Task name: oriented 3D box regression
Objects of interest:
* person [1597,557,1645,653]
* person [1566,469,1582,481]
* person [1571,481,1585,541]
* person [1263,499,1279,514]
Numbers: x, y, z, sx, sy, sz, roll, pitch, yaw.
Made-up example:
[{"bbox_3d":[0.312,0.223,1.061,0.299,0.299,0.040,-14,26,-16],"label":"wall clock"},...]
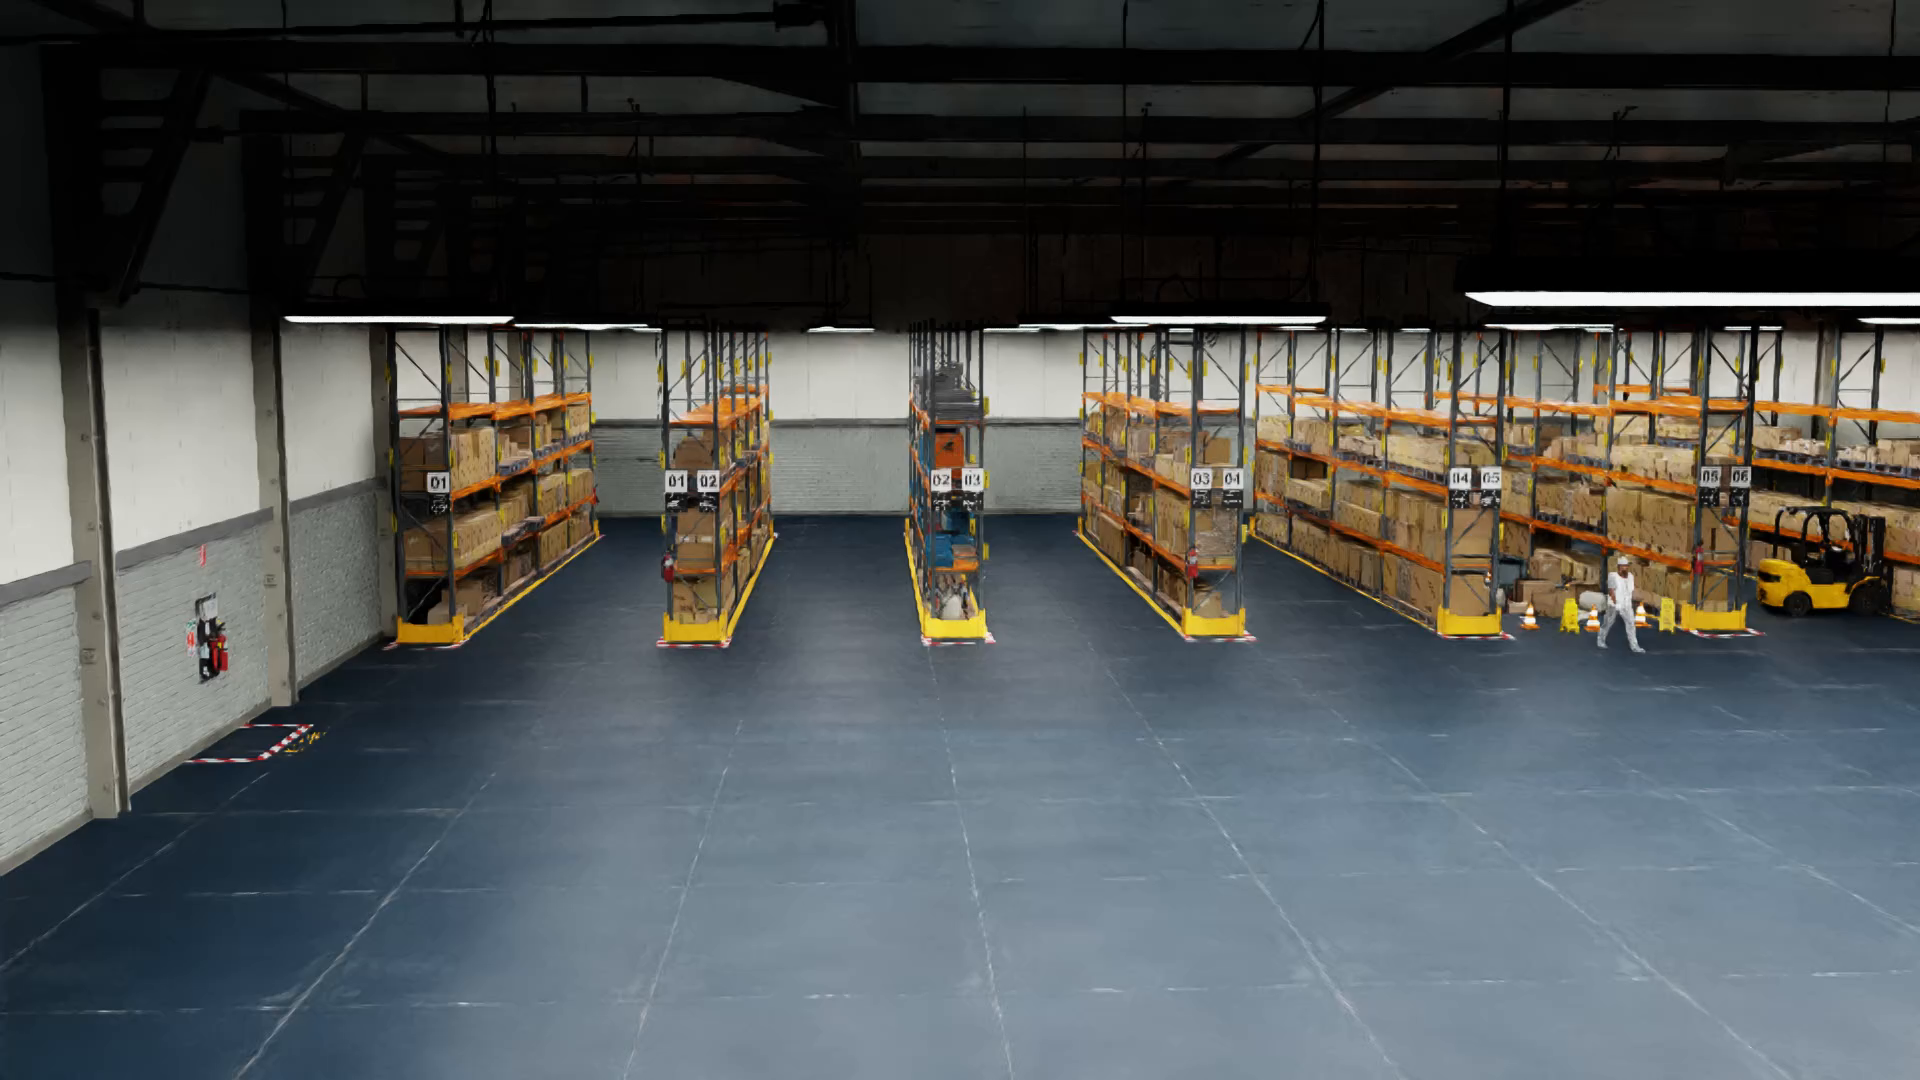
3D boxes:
[{"bbox_3d":[11.912,1.161,29.976,0.549,1.723,1.031,-1,7,-12],"label":"person"},{"bbox_3d":[18.597,-1.300,50.422,0.457,1.583,0.678,-5,9,-35],"label":"person"},{"bbox_3d":[17.207,-0.820,46.251,0.404,1.663,0.603,1,7,5],"label":"person"},{"bbox_3d":[9.598,-1.442,51.139,0.622,1.721,0.956,3,8,21],"label":"person"}]
